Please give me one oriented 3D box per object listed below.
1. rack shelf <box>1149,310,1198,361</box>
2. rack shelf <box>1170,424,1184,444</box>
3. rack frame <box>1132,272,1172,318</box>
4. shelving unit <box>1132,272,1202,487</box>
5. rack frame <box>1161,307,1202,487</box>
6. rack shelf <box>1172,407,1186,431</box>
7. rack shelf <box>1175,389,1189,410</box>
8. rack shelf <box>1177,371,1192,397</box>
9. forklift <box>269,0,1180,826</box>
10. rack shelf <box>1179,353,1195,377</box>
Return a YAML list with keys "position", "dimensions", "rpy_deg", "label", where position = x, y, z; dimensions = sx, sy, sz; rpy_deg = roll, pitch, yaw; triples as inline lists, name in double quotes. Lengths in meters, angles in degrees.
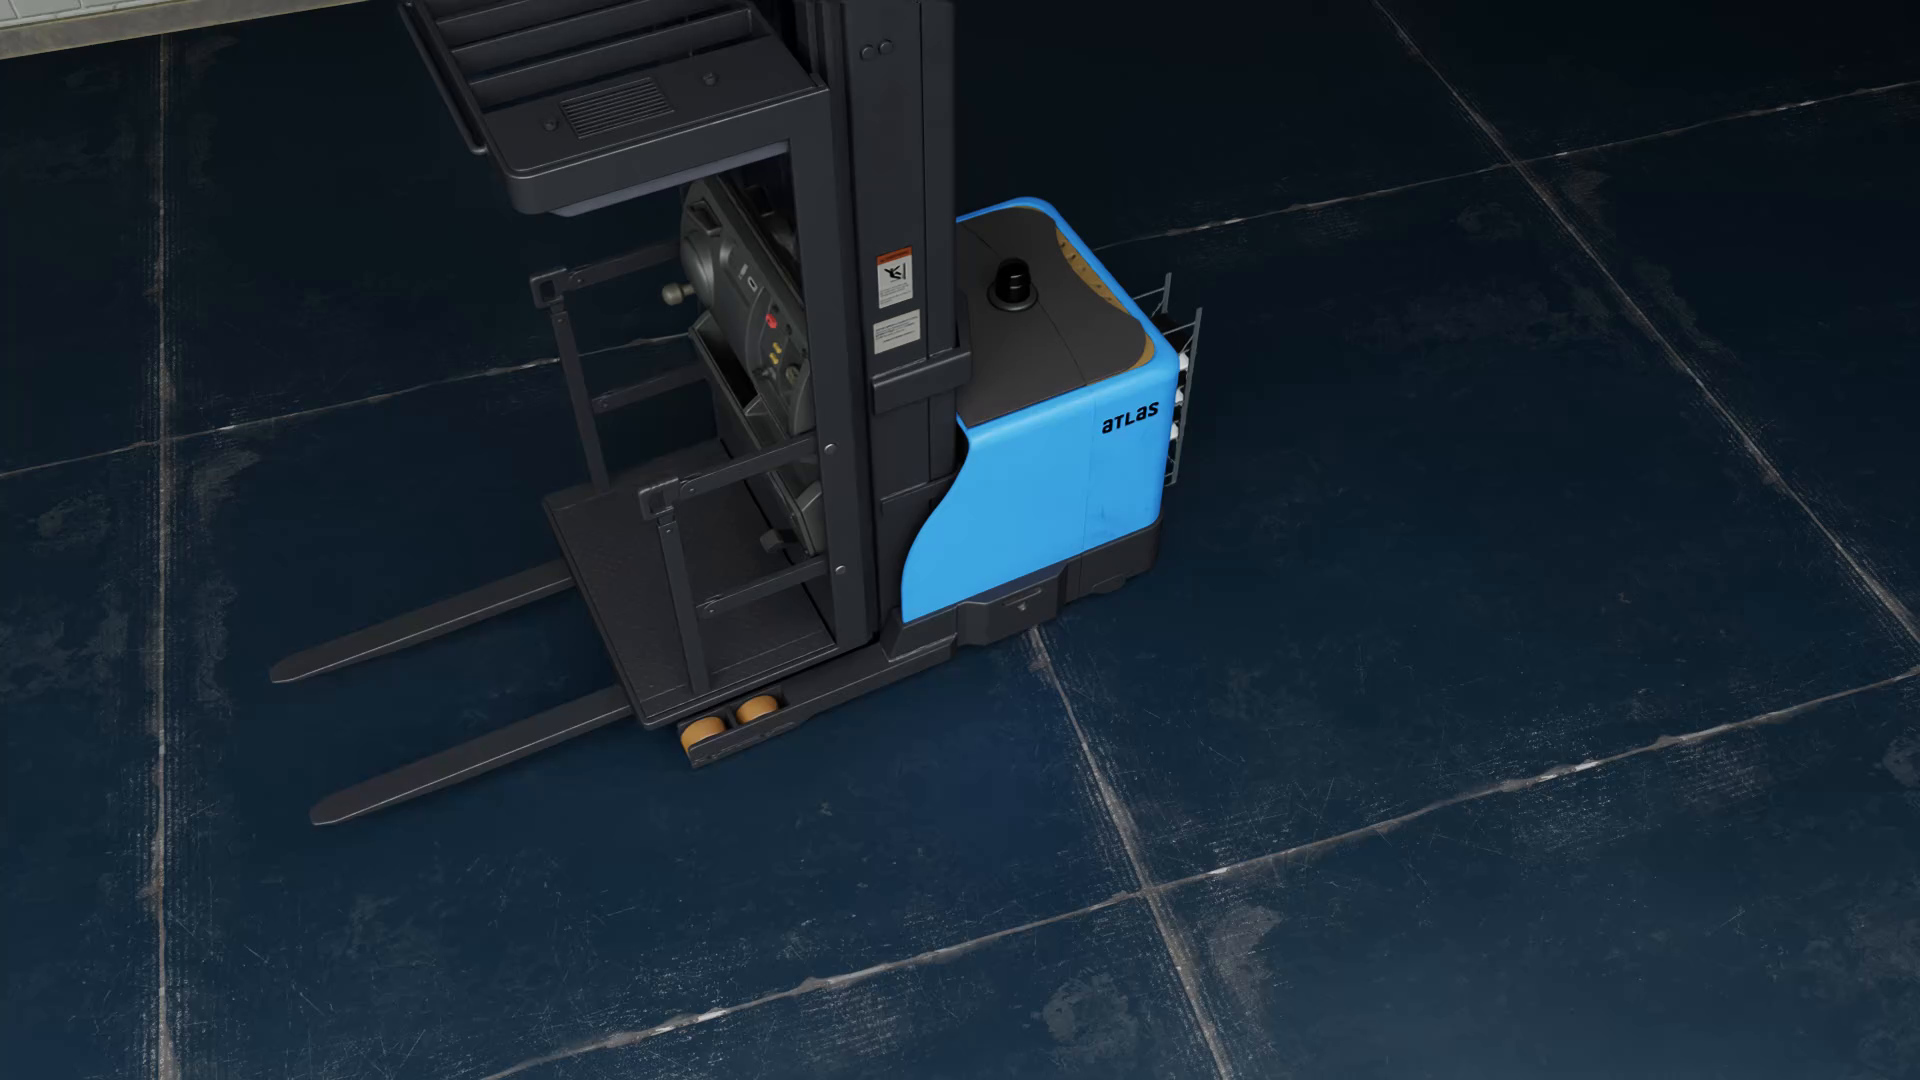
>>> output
- position: [0.684, -0.695, 5.937]
  dimensions: [0.258, 0.077, 0.200]
  rpy_deg: [-21, 53, -17]
  label: "rack shelf"
- position: [0.682, -0.404, 6.281]
  dimensions: [0.258, 0.077, 0.200]
  rpy_deg: [-21, 53, -17]
  label: "rack shelf"
- position: [0.637, -0.611, 6.176]
  dimensions: [0.240, 0.900, 0.006]
  rpy_deg: [-21, 53, -17]
  label: "rack frame"
- position: [0.683, -0.542, 6.118]
  dimensions: [0.258, 0.900, 0.210]
  rpy_deg: [-21, 53, -17]
  label: "shelving unit"
- position: [0.729, -0.473, 6.059]
  dimensions: [0.240, 0.900, 0.006]
  rpy_deg: [-21, 53, -17]
  label: "rack frame"
- position: [0.683, -0.462, 6.212]
  dimensions: [0.258, 0.077, 0.200]
  rpy_deg: [-21, 53, -17]
  label: "rack shelf"
- position: [0.683, -0.521, 6.143]
  dimensions: [0.258, 0.077, 0.200]
  rpy_deg: [-21, 53, -17]
  label: "rack shelf"
- position: [0.683, -0.579, 6.075]
  dimensions: [0.258, 0.077, 0.200]
  rpy_deg: [-21, 53, -17]
  label: "rack shelf"
- position: [-0.824, -0.656, 4.886]
  dimensions: [3.031, 2.935, 1.130]
  rpy_deg: [-21, 53, -17]
  label: "forklift"
- position: [0.683, -0.637, 6.006]
  dimensions: [0.258, 0.077, 0.200]
  rpy_deg: [-21, 53, -17]
  label: "rack shelf"
